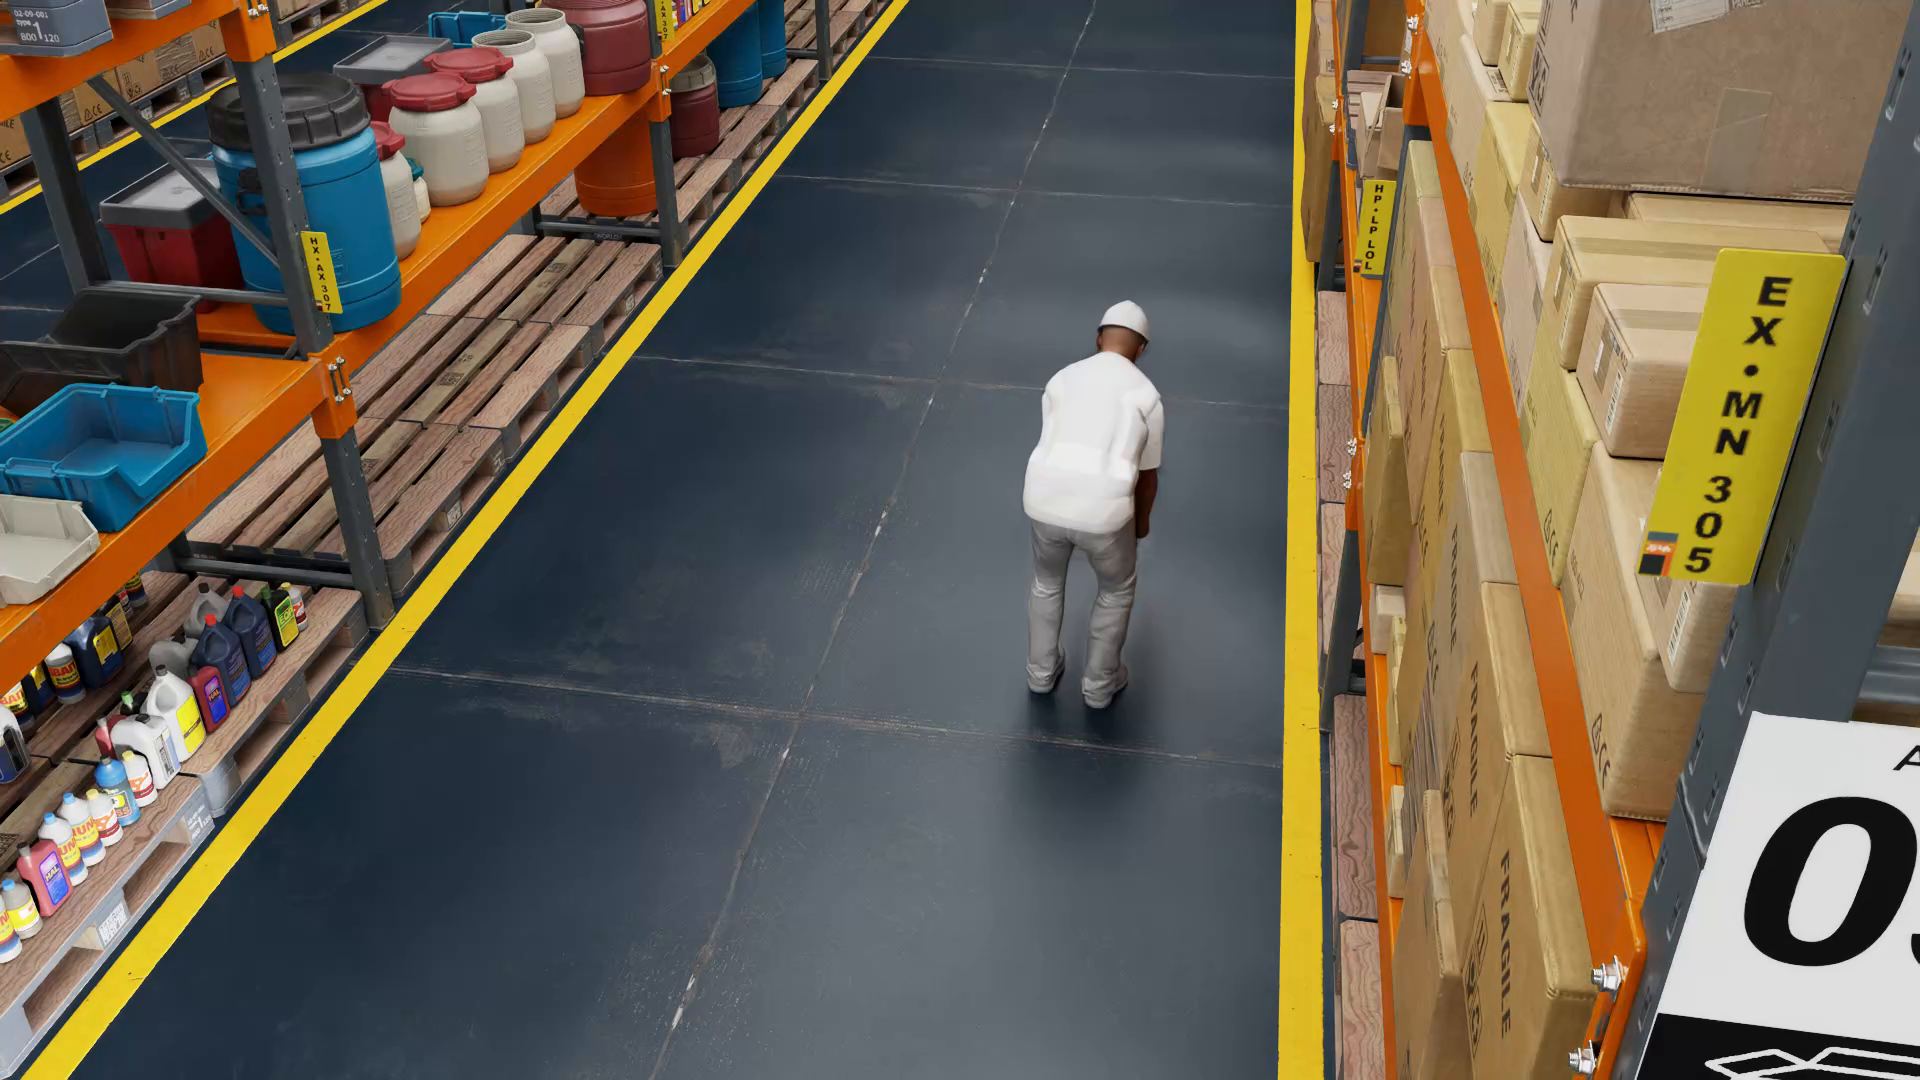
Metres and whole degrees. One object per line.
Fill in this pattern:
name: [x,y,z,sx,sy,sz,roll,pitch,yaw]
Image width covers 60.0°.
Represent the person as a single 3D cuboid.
person: [0.533,-0.142,6.598,0.476,1.489,0.843,12,34,18]
